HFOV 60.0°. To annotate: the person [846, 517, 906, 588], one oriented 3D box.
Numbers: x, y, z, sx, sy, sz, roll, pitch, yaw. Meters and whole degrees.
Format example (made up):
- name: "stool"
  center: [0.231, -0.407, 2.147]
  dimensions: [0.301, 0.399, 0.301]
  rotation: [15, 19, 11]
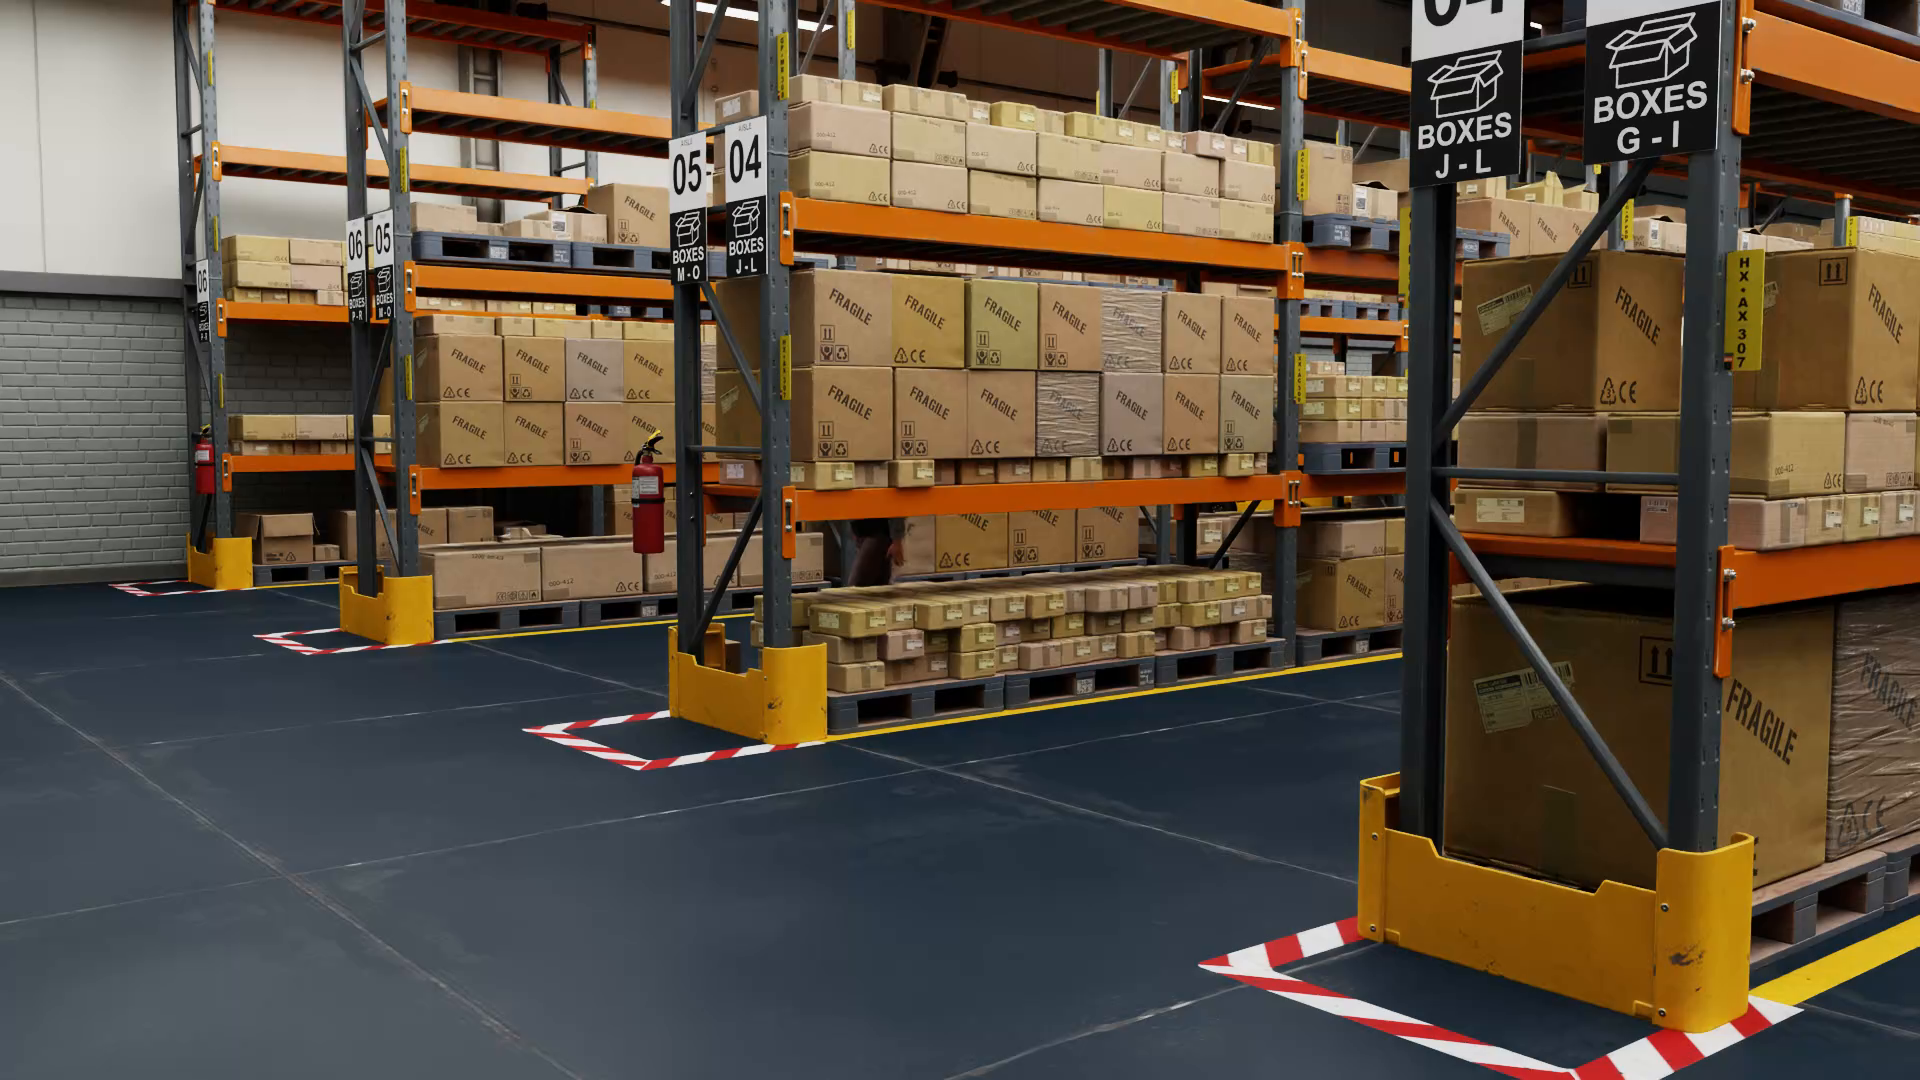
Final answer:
- name: "person"
  center: [-0.545, -0.024, 11.660]
  dimensions: [0.956, 1.684, 0.622]
  rotation: [-2, 5, -26]
